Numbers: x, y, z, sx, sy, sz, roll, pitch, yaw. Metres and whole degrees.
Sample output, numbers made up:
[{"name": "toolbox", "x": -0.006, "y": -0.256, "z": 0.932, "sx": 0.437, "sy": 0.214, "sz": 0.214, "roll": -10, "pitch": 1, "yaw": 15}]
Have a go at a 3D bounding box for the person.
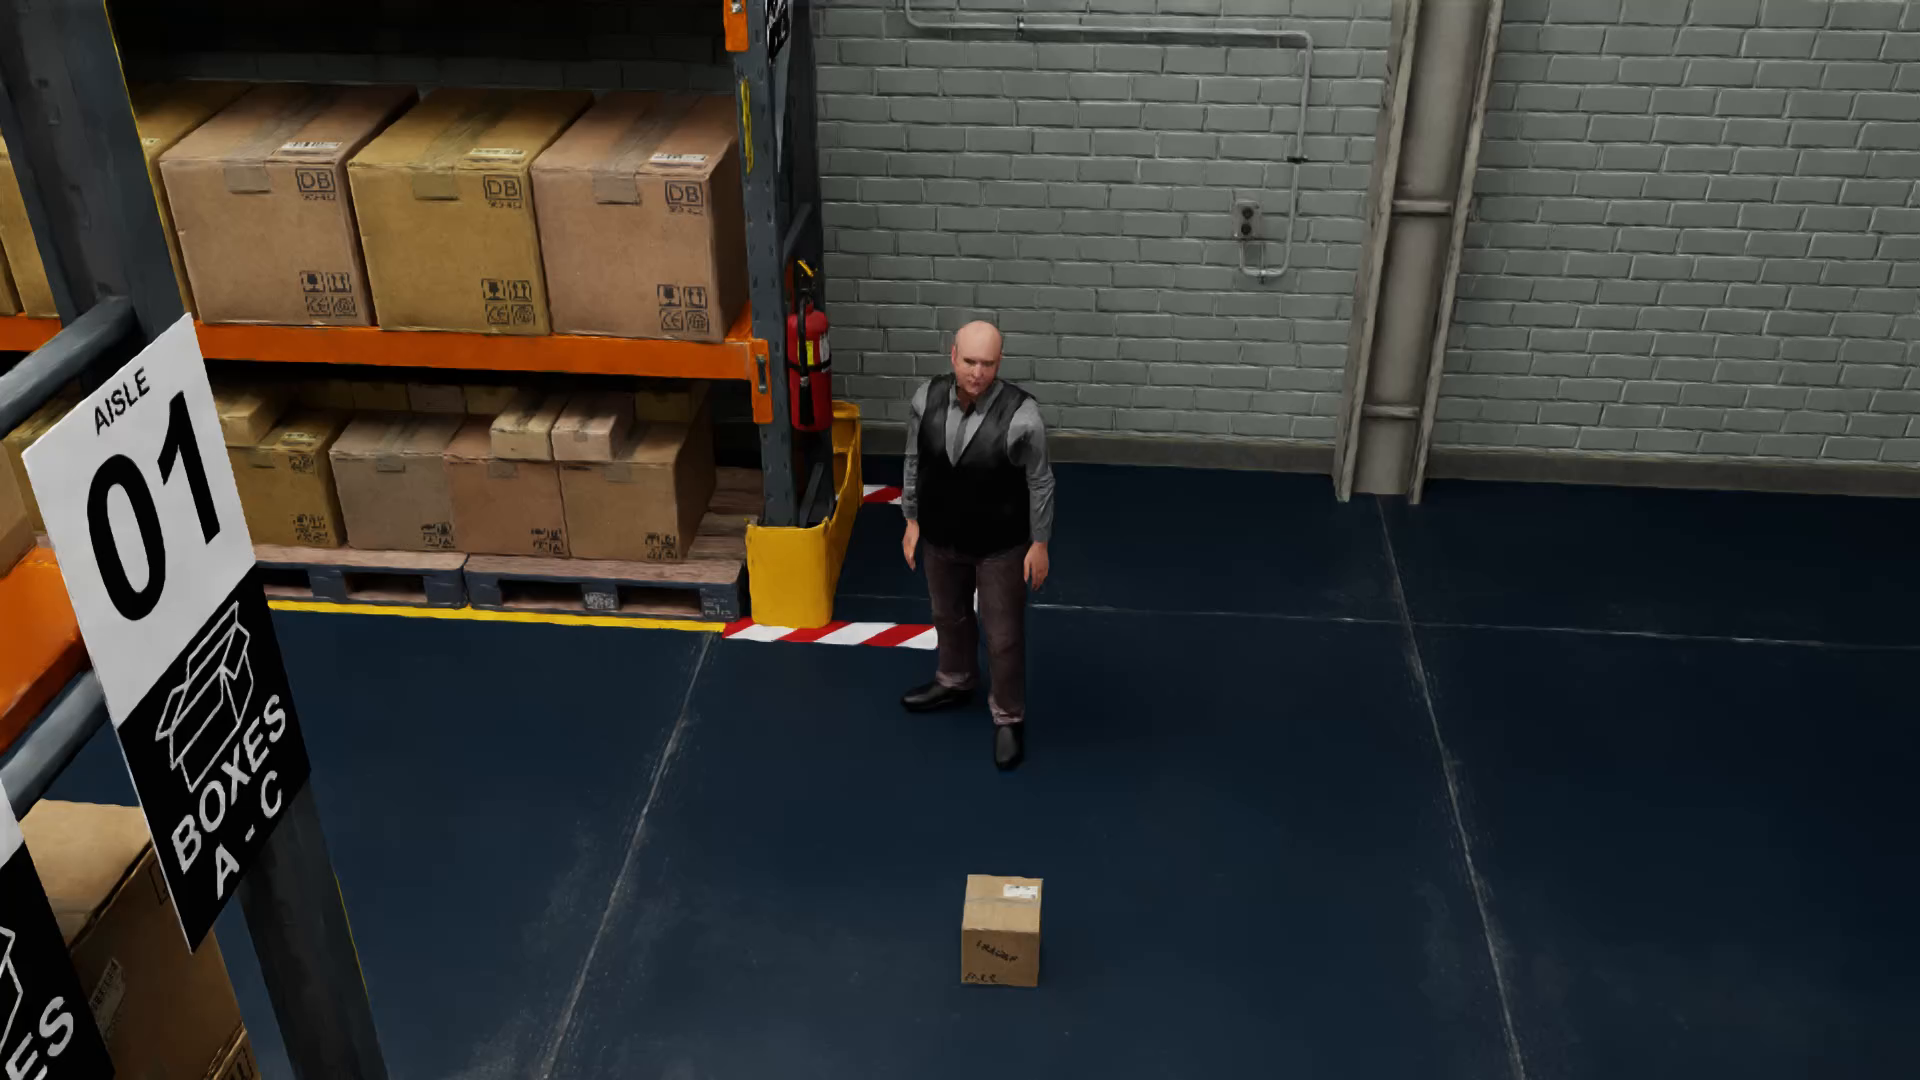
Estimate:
[{"name": "person", "x": 0.043, "y": -0.003, "z": 6.132, "sx": 0.609, "sy": 1.733, "sz": 0.393, "roll": 16, "pitch": 35, "yaw": 24}]
